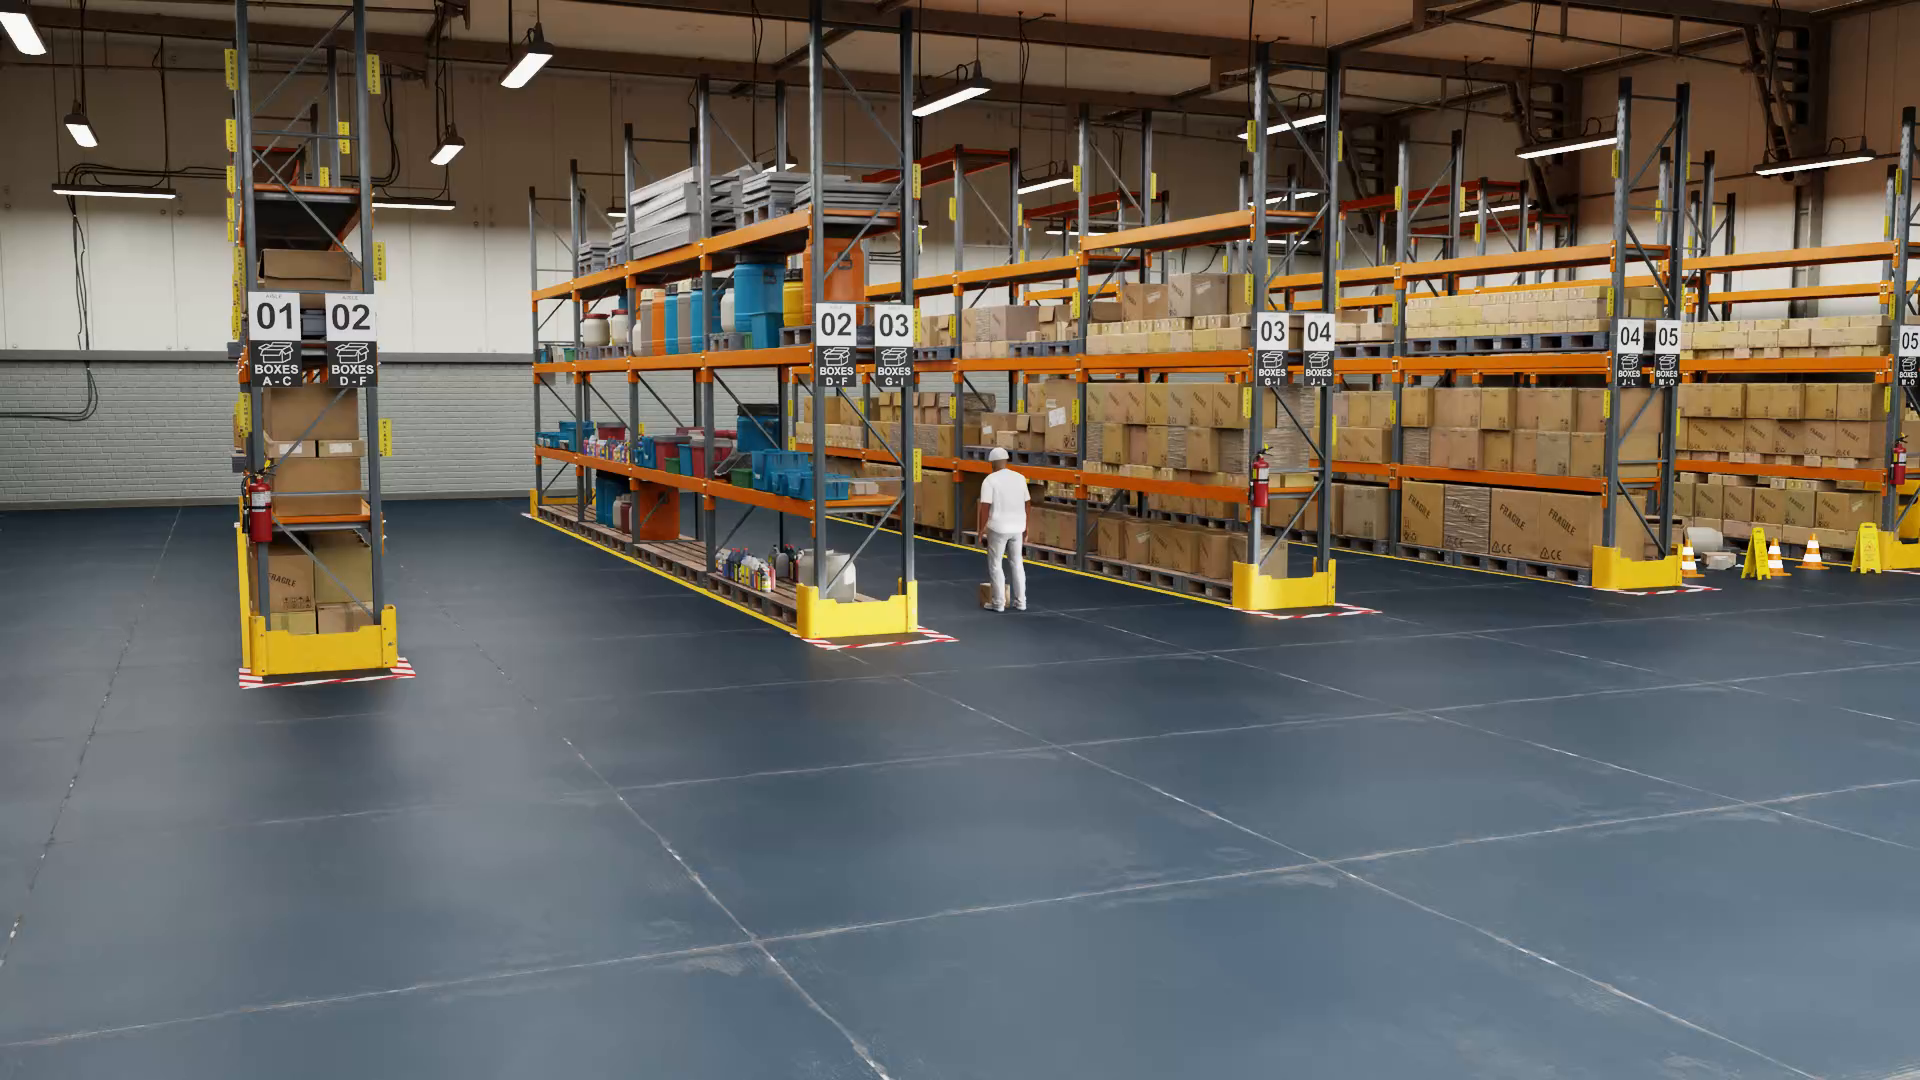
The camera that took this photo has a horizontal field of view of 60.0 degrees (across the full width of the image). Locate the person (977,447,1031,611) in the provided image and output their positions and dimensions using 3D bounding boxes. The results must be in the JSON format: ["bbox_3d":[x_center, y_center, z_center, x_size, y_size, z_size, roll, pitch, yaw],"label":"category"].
[{"bbox_3d":[0.471,-0.120,17.962,0.633,1.759,0.462,-3,6,-27],"label":"person"}]
